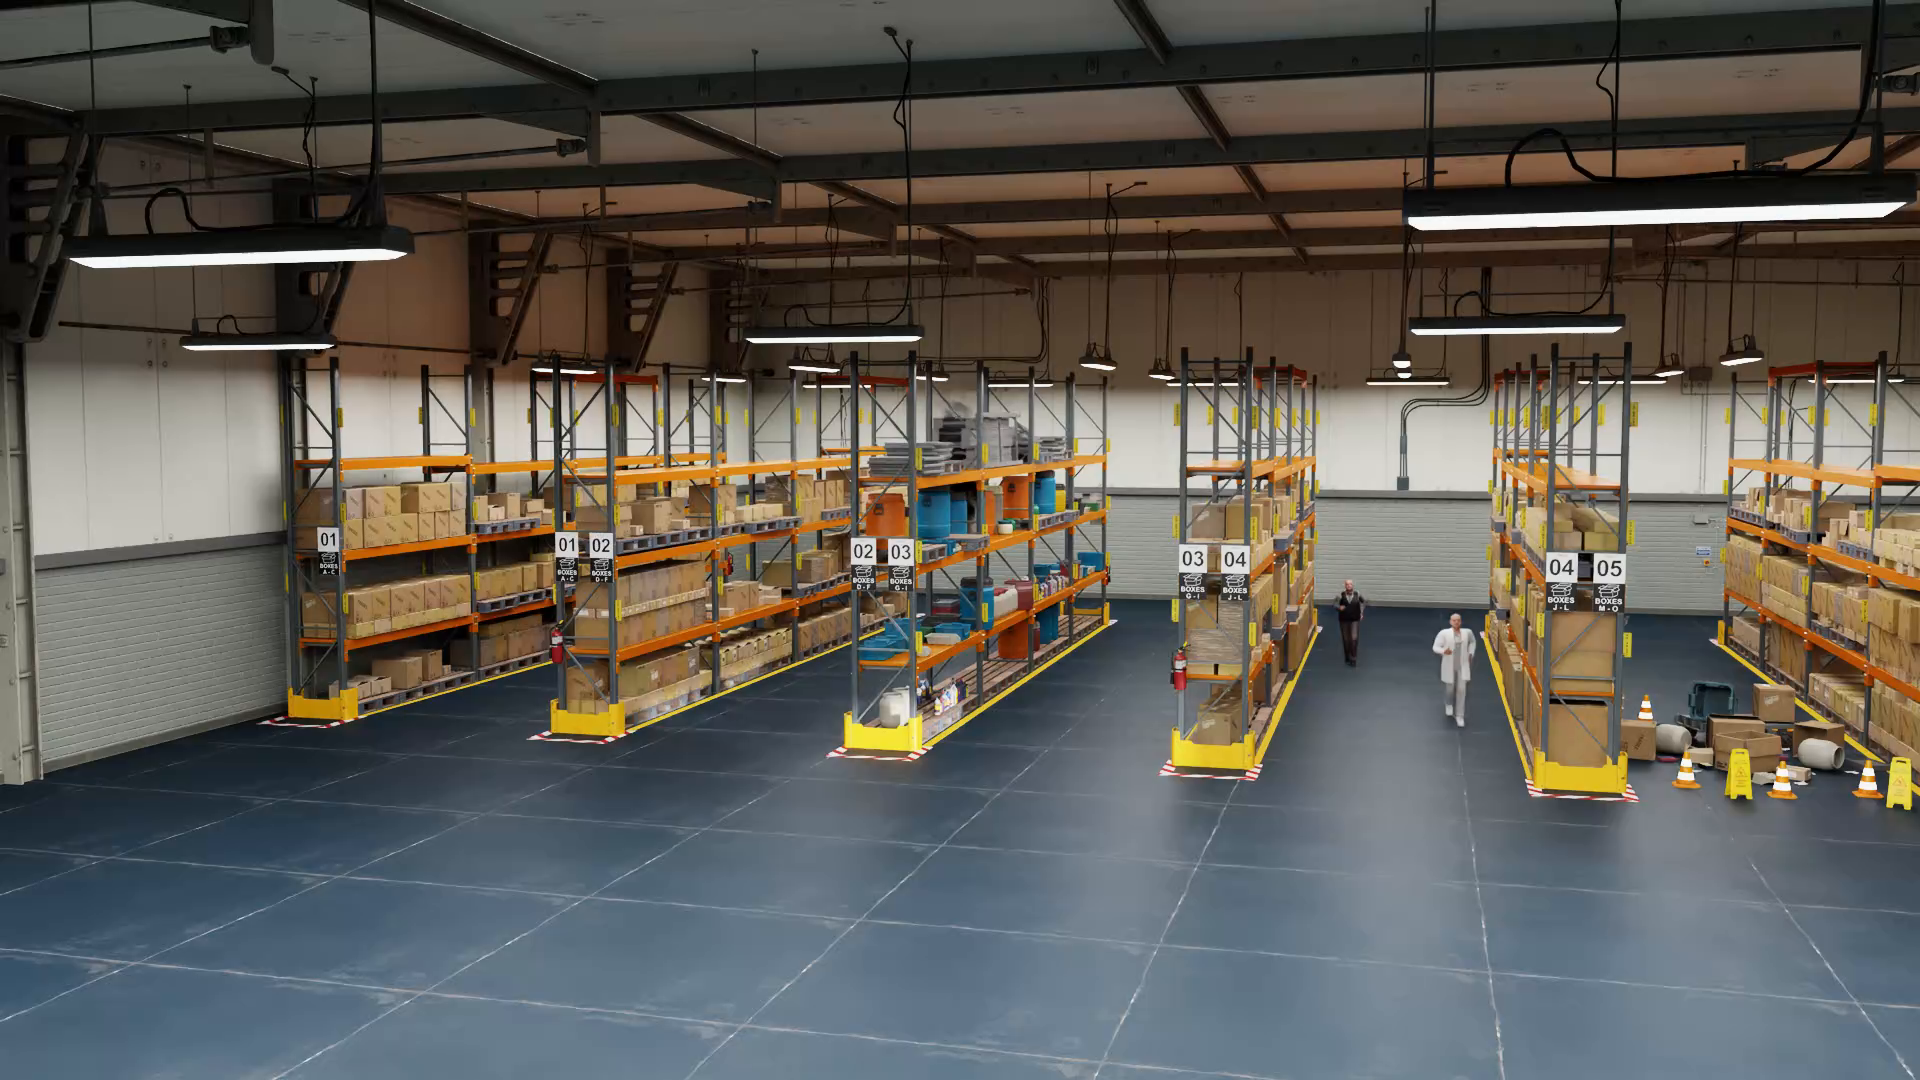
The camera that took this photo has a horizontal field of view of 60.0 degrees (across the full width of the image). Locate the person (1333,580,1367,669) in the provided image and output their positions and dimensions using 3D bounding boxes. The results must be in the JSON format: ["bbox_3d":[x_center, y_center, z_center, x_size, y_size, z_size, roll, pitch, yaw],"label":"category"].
[{"bbox_3d":[7.851,1.684,33.550,0.643,1.784,0.797,1,4,18],"label":"person"}]

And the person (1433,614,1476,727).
[{"bbox_3d":[8.113,2.094,27.249,0.710,1.781,1.049,1,4,9],"label":"person"}]
